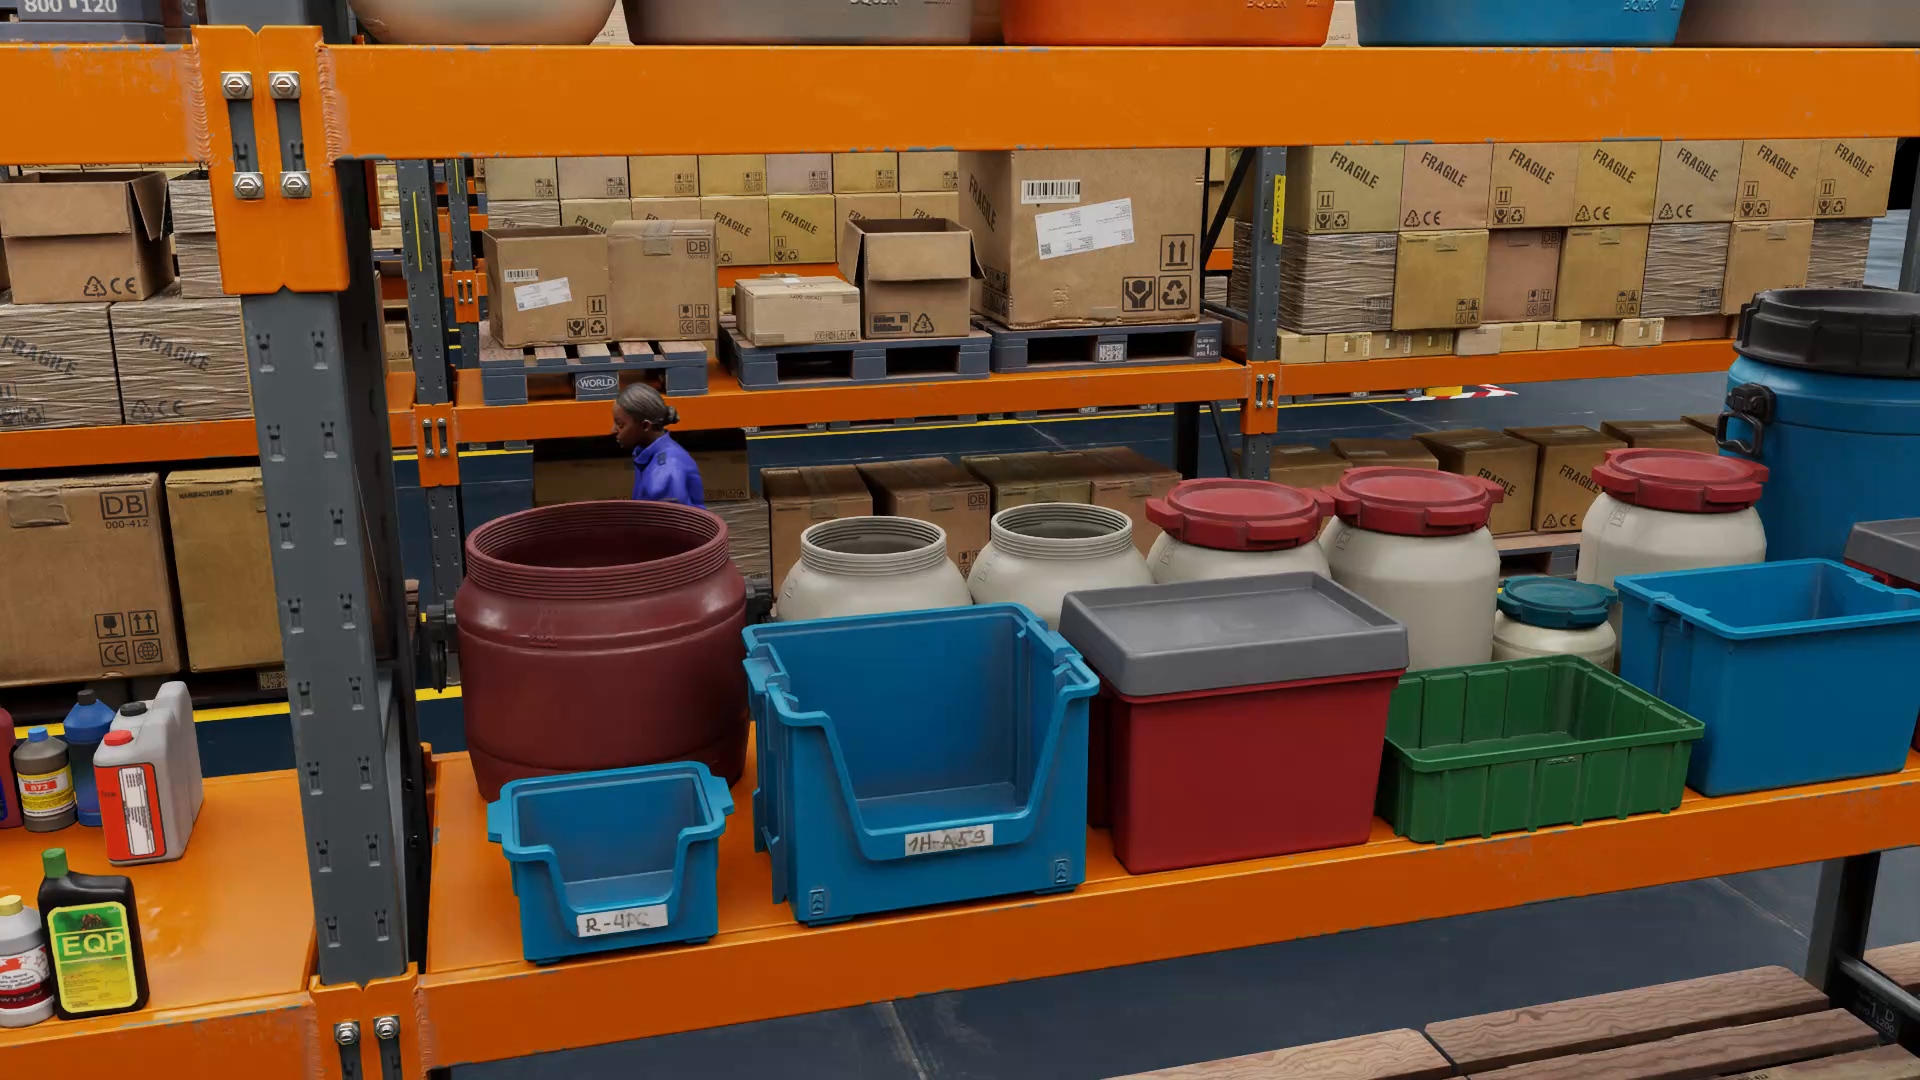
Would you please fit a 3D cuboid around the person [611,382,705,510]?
[{"bbox_3d":[-1.112,0.176,6.303,0.349,1.584,0.493,-5,17,-15],"label":"person"}]
